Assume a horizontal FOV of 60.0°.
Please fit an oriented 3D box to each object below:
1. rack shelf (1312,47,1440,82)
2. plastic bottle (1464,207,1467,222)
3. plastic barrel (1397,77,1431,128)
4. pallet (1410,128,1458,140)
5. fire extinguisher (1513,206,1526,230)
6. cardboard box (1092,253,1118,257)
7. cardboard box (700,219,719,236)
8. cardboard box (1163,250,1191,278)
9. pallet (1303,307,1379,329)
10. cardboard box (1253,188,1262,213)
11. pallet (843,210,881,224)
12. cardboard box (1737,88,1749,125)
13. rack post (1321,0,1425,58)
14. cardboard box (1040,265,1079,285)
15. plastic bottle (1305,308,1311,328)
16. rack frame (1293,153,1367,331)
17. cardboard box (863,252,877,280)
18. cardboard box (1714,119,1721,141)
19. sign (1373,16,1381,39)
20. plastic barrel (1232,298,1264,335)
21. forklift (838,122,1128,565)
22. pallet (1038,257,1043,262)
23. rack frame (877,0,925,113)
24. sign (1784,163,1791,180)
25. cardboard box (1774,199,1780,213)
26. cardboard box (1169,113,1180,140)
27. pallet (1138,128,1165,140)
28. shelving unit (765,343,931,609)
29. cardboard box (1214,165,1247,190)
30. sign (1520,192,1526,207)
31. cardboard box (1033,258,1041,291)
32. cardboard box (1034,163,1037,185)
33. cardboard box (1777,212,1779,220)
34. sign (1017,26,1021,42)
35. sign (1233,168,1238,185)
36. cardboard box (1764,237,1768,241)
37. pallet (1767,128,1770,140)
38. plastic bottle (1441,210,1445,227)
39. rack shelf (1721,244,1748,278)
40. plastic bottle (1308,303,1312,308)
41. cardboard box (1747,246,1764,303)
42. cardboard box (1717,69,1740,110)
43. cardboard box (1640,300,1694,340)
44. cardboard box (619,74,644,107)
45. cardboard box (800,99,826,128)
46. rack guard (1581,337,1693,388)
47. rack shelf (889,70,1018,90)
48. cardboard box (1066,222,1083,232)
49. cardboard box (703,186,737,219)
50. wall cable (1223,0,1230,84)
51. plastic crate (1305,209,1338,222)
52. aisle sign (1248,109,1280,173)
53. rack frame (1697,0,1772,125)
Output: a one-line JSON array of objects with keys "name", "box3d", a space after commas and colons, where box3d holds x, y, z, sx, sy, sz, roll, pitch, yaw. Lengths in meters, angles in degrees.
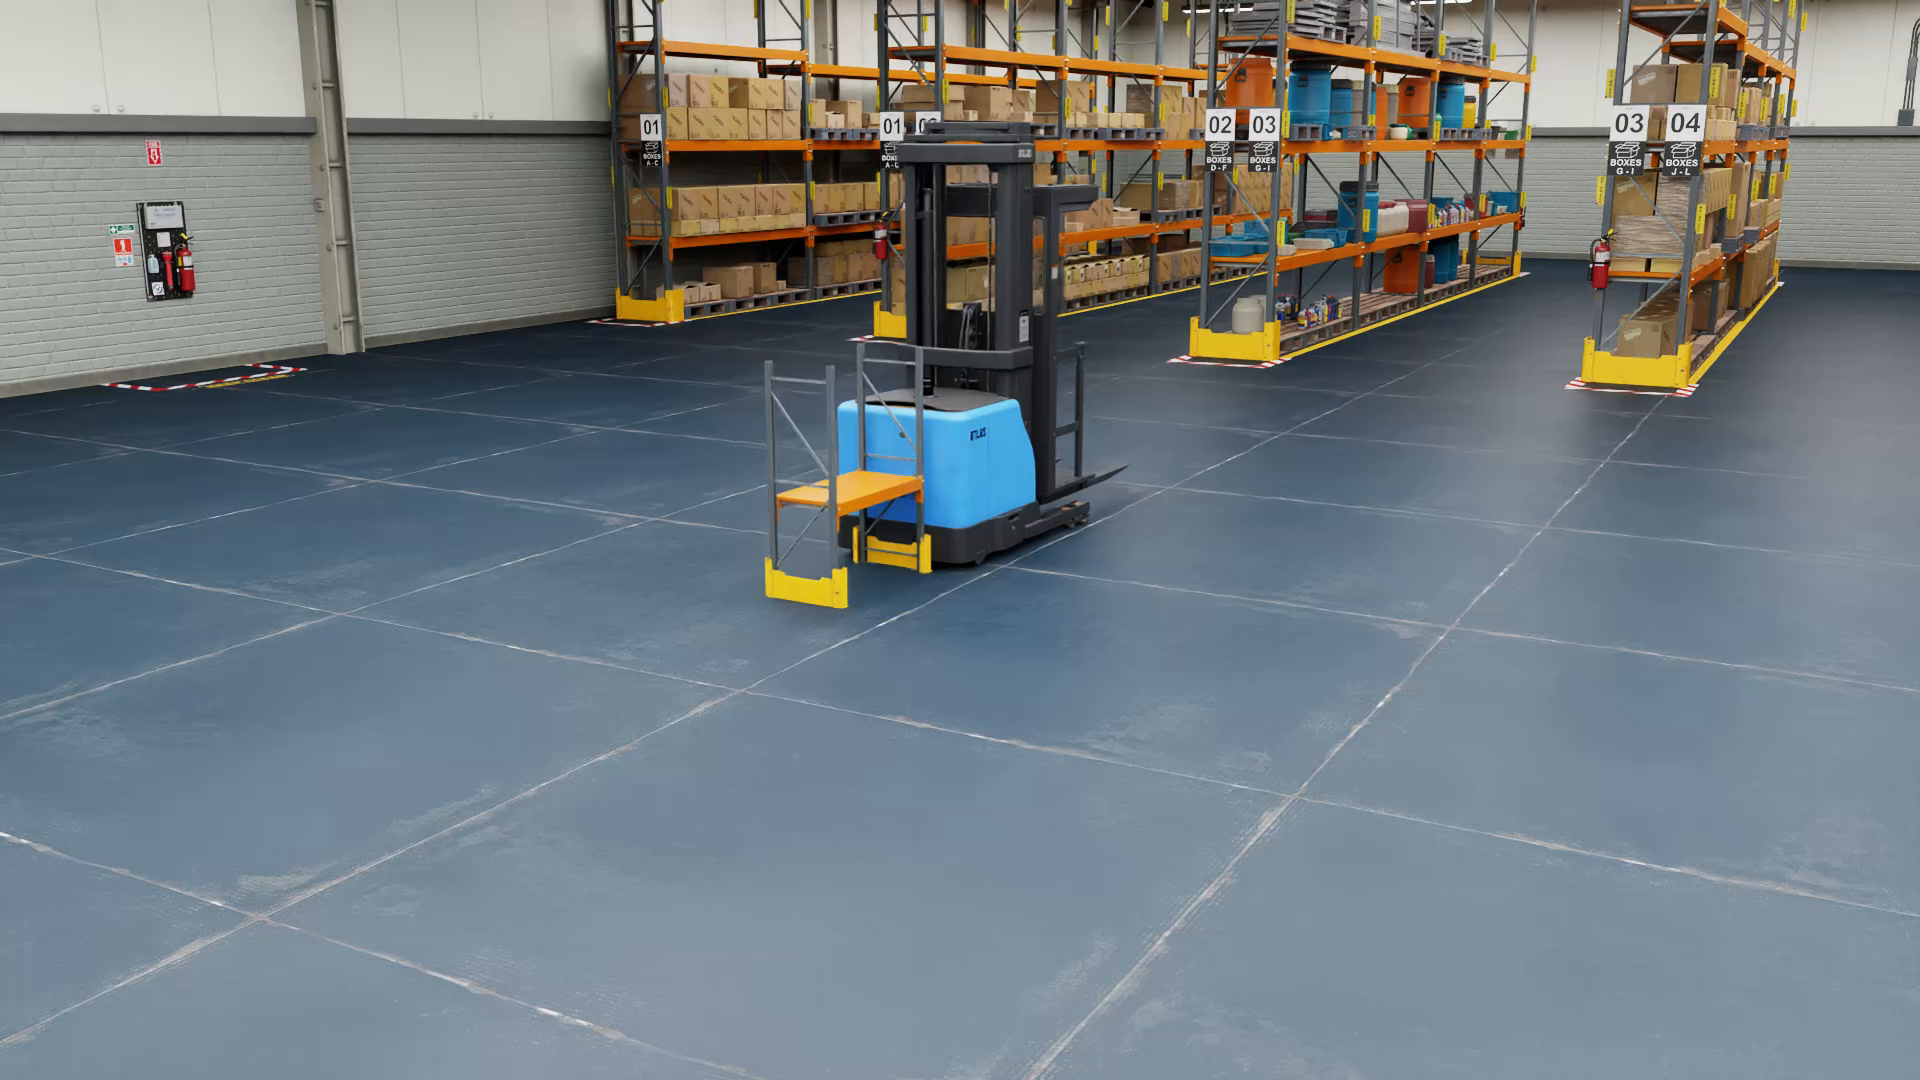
[{"name": "rack shelf", "box3d": [6.550, -7.476, 26.232, 1.077, 0.370, 4.000, 7, 15, 28]}, {"name": "plastic bottle", "box3d": [9.471, -6.108, 31.218, 0.061, 0.283, 0.133, 7, 15, 28]}, {"name": "plastic barrel", "box3d": [7.794, -7.502, 28.537, 0.600, 0.830, 0.708, 7, 15, 28]}, {"name": "pallet", "box3d": [7.973, -7.026, 28.782, 1.003, 0.211, 1.213, 7, 15, 28]}, {"name": "fire extinguisher", "box3d": [11.855, -6.916, 35.282, 0.296, 0.674, 0.183, 7, 15, 28]}, {"name": "cardboard box", "box3d": [2.673, -5.142, 30.737, 0.500, 0.311, 0.500, 8, 16, 30]}, {"name": "cardboard box", "box3d": [-4.270, -5.104, 27.084, 0.500, 0.250, 0.500, 7, 15, 26]}, {"name": "cardboard box", "box3d": [4.148, -5.346, 32.204, 0.500, 0.500, 0.500, 7, 15, 27]}, {"name": "pallet", "box3d": [5.929, -3.503, 26.115, 1.003, 0.211, 1.213, 7, 15, 28]}, {"name": "cardboard box", "box3d": [6.090, -7.227, 35.397, 0.500, 0.500, 0.500, 7, 15, 28]}, {"name": "pallet", "box3d": [-2.076, -6.133, 31.481, 1.003, 0.211, 1.213, 7, 15, 28]}, {"name": "cardboard box", "box3d": [10.688, -6.124, 23.517, 0.797, 0.503, 0.637, 8, 16, 30]}, {"name": "rack post", "box3d": [6.460, -8.121, 26.092, 1.013, 1.000, 3.121, 7, 15, 28]}, {"name": "cardboard box", "box3d": [1.667, -4.452, 27.875, 0.500, 0.311, 0.500, 7, 15, 28]}, {"name": "plastic bottle", "box3d": [4.925, -3.147, 23.545, 0.061, 0.283, 0.133, 8, 16, 29]}, {"name": "rack frame", "box3d": [5.584, -4.694, 25.102, 1.000, 3.000, 0.127, 7, 15, 28]}, {"name": "cardboard box", "box3d": [-2.024, -5.284, 31.946, 0.700, 0.500, 0.500, 7, 15, 28]}, {"name": "cardboard box", "box3d": [8.932, -4.974, 20.186, 0.500, 0.250, 0.500, 7, 15, 28]}, {"name": "sign", "box3d": [6.060, -7.444, 24.156, 0.100, 0.325, 0.005, 7, 15, 28]}, {"name": "plastic barrel", "box3d": [3.901, -3.011, 22.536, 0.421, 0.512, 0.421, 0, 14, 0]}, {"name": "forklift", "box3d": [0.326, -1.556, 12.234, 1.130, 2.935, 3.031, 8, 16, 29]}, {"name": "pallet", "box3d": [1.214, -6.249, 37.503, 1.003, 0.211, 1.213, 7, 15, 28]}, {"name": "rack frame", "box3d": [-1.155, -9.553, 32.459, 1.000, 3.000, 0.127, 7, 15, 28]}, {"name": "sign", "box3d": [16.189, -7.208, 32.556, 0.100, 0.325, 0.005, 7, 15, 28]}, {"name": "cardboard box", "box3d": [15.473, -6.433, 32.001, 0.500, 0.250, 0.500, 7, 15, 27]}, {"name": "cardboard box", "box3d": [3.611, -7.781, 31.295, 0.910, 0.500, 0.500, 7, 15, 28]}, {"name": "pallet", "box3d": [2.933, -7.293, 29.888, 1.213, 0.211, 1.003, 8, 16, 31]}, {"name": "shelving unit", "box3d": [-0.712, -0.444, 10.675, 0.587, 1.500, 1.083, 8, 16, 29]}, {"name": "cardboard box", "box3d": [5.591, -7.496, 34.381, 0.500, 0.500, 0.500, 8, 16, 29]}, {"name": "sign", "box3d": [11.874, -7.176, 35.050, 0.100, 0.325, 0.005, 7, 15, 28]}, {"name": "cardboard box", "box3d": [0.964, -4.266, 26.701, 0.500, 0.500, 0.500, 7, 15, 28]}, {"name": "cardboard box", "box3d": [0.797, -5.739, 26.458, 0.700, 0.500, 0.500, 7, 15, 28]}, {"name": "cardboard box", "box3d": [15.589, -6.257, 32.122, 0.380, 0.149, 0.250, 7, 15, 28]}, {"name": "sign", "box3d": [1.259, -10.807, 35.499, 0.100, 0.325, 0.005, 7, 15, 28]}, {"name": "sign", "box3d": [5.604, -7.398, 33.848, 0.100, 0.325, 0.005, 7, 15, 28]}, {"name": "cardboard box", "box3d": [14.176, -5.071, 30.306, 0.875, 0.875, 0.875, 7, 15, 28]}, {"name": "pallet", "box3d": [13.387, -6.945, 28.450, 0.805, 0.209, 1.217, 7, 15, 26]}, {"name": "plastic bottle", "box3d": [8.608, -5.742, 29.698, 0.061, 0.283, 0.133, 7, 15, 28]}, {"name": "rack shelf", "box3d": [10.886, -4.193, 24.561, 1.077, 0.370, 4.000, 7, 15, 28]}, {"name": "plastic bottle", "box3d": [5.100, -3.296, 24.160, 0.061, 0.283, 0.133, 7, 15, 28]}, {"name": "cardboard box", "box3d": [12.642, -4.446, 27.711, 1.225, 0.875, 0.875, 7, 15, 28]}, {"name": "cardboard box", "box3d": [9.925, -5.906, 21.815, 0.500, 0.500, 0.500, 7, 15, 26]}, {"name": "cardboard box", "box3d": [9.421, -2.925, 22.206, 0.500, 0.500, 0.500, -12, 18, -41]}, {"name": "cardboard box", "box3d": [-5.043, -7.116, 26.361, 0.500, 0.500, 0.500, 8, 16, 31]}, {"name": "cardboard box", "box3d": [-2.755, -7.630, 29.773, 0.500, 0.500, 0.500, 10, 17, 36]}, {"name": "rack guard", "box3d": [8.022, -2.112, 19.728, 1.175, 0.500, 0.348, 7, 15, 28]}, {"name": "rack shelf", "box3d": [-0.188, -9.419, 34.292, 1.077, 0.370, 4.000, 7, 15, 28]}, {"name": "cardboard box", "box3d": [1.857, -5.292, 28.121, 0.380, 0.149, 0.250, 7, 15, 28]}, {"name": "cardboard box", "box3d": [-4.026, -5.566, 27.399, 0.500, 0.500, 0.500, 7, 15, 26]}, {"name": "wall cable", "box3d": [8.127, -12.954, 42.413, 3.097, 2.526, 0.112, 7, 15, 28]}, {"name": "plastic crate", "box3d": [5.550, -4.859, 25.650, 0.402, 0.464, 0.583, 7, 15, 28]}, {"name": "aisle sign", "box3d": [3.871, -5.089, 21.194, 0.394, 0.787, 0.004, 7, 15, 28]}, {"name": "rack frame", "box3d": [11.853, -7.870, 25.475, 1.000, 3.000, 0.127, 7, 15, 28]}]
